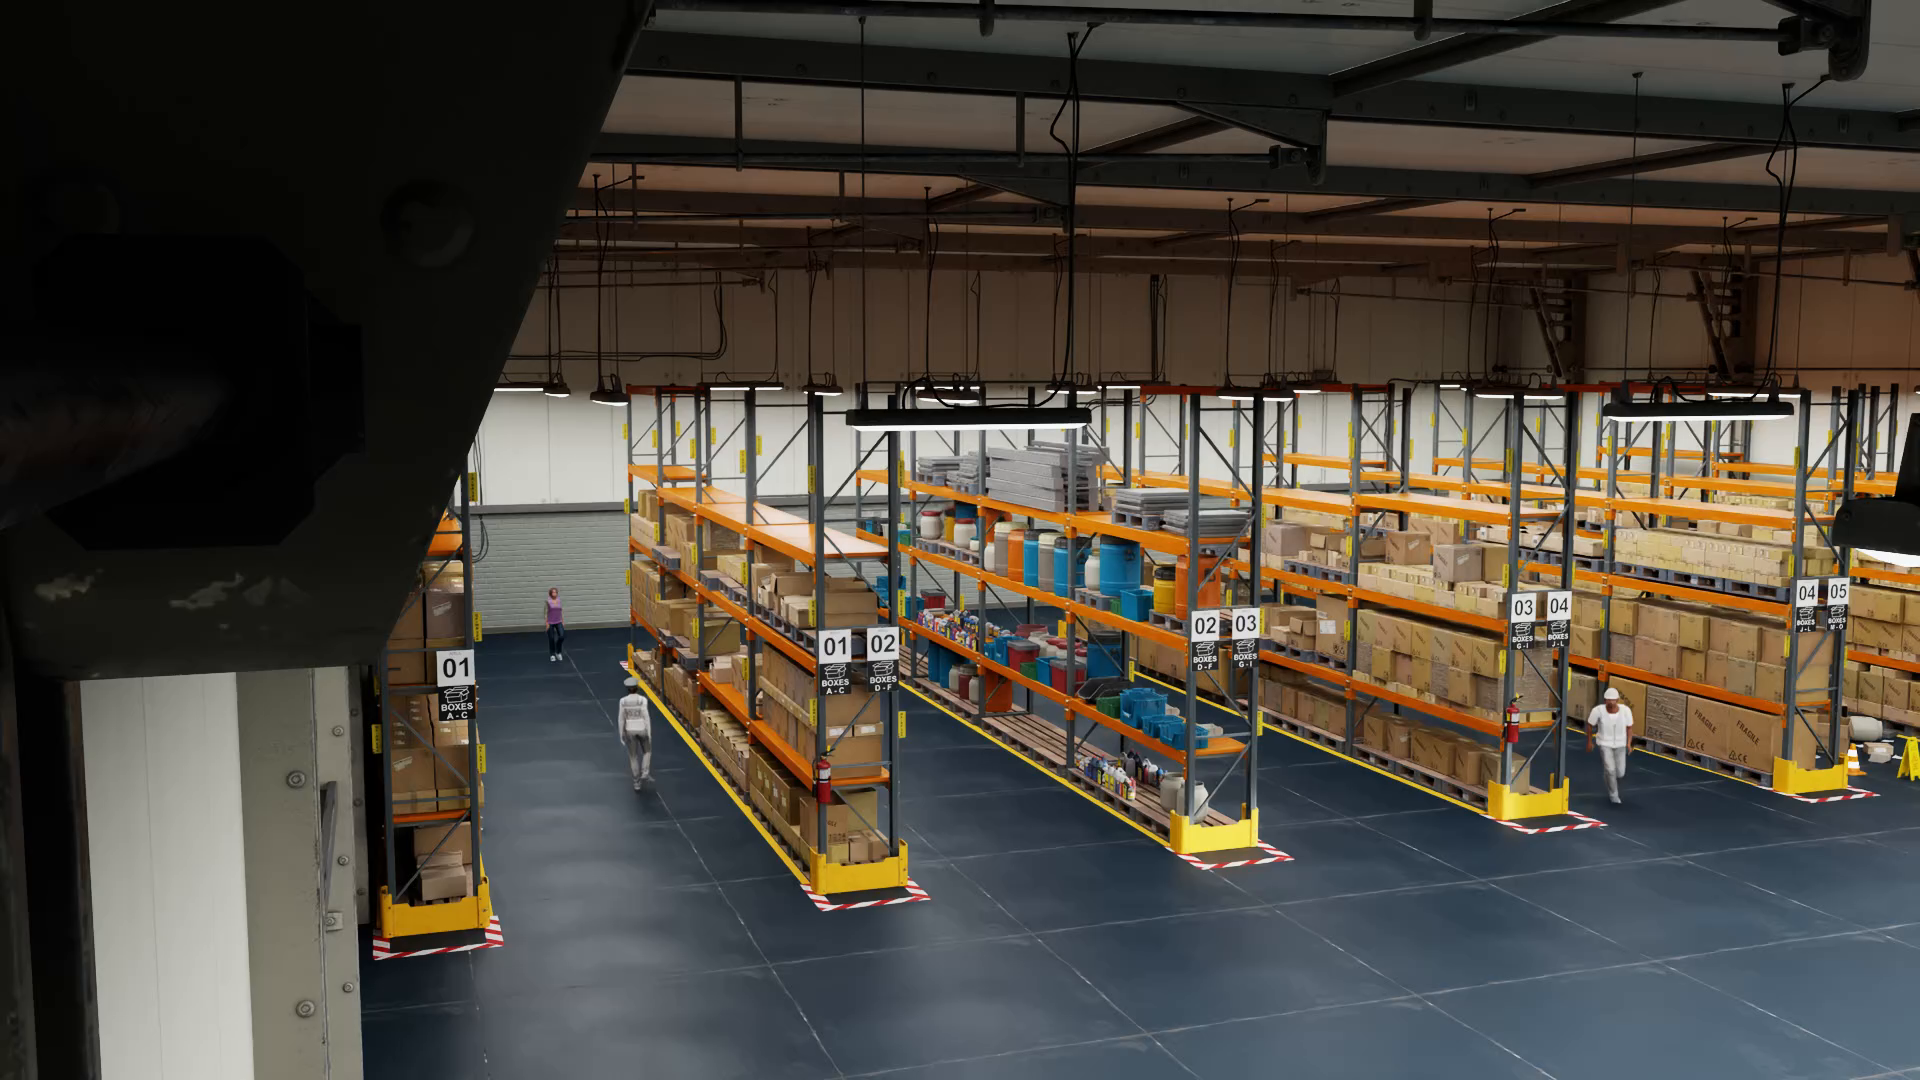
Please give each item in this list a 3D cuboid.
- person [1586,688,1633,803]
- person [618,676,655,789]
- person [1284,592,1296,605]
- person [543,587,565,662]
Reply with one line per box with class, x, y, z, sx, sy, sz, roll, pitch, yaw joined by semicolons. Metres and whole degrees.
person;9.553;2.982;24.464;0.622;1.673;0.759;1;6;5
person;-4.881;2.909;25.049;0.528;1.672;0.479;-1;6;-10
person;8.704;0.925;43.811;0.599;1.749;0.940;4;7;33
person;-8.765;1.826;35.898;0.445;1.615;0.460;-2;6;-22
